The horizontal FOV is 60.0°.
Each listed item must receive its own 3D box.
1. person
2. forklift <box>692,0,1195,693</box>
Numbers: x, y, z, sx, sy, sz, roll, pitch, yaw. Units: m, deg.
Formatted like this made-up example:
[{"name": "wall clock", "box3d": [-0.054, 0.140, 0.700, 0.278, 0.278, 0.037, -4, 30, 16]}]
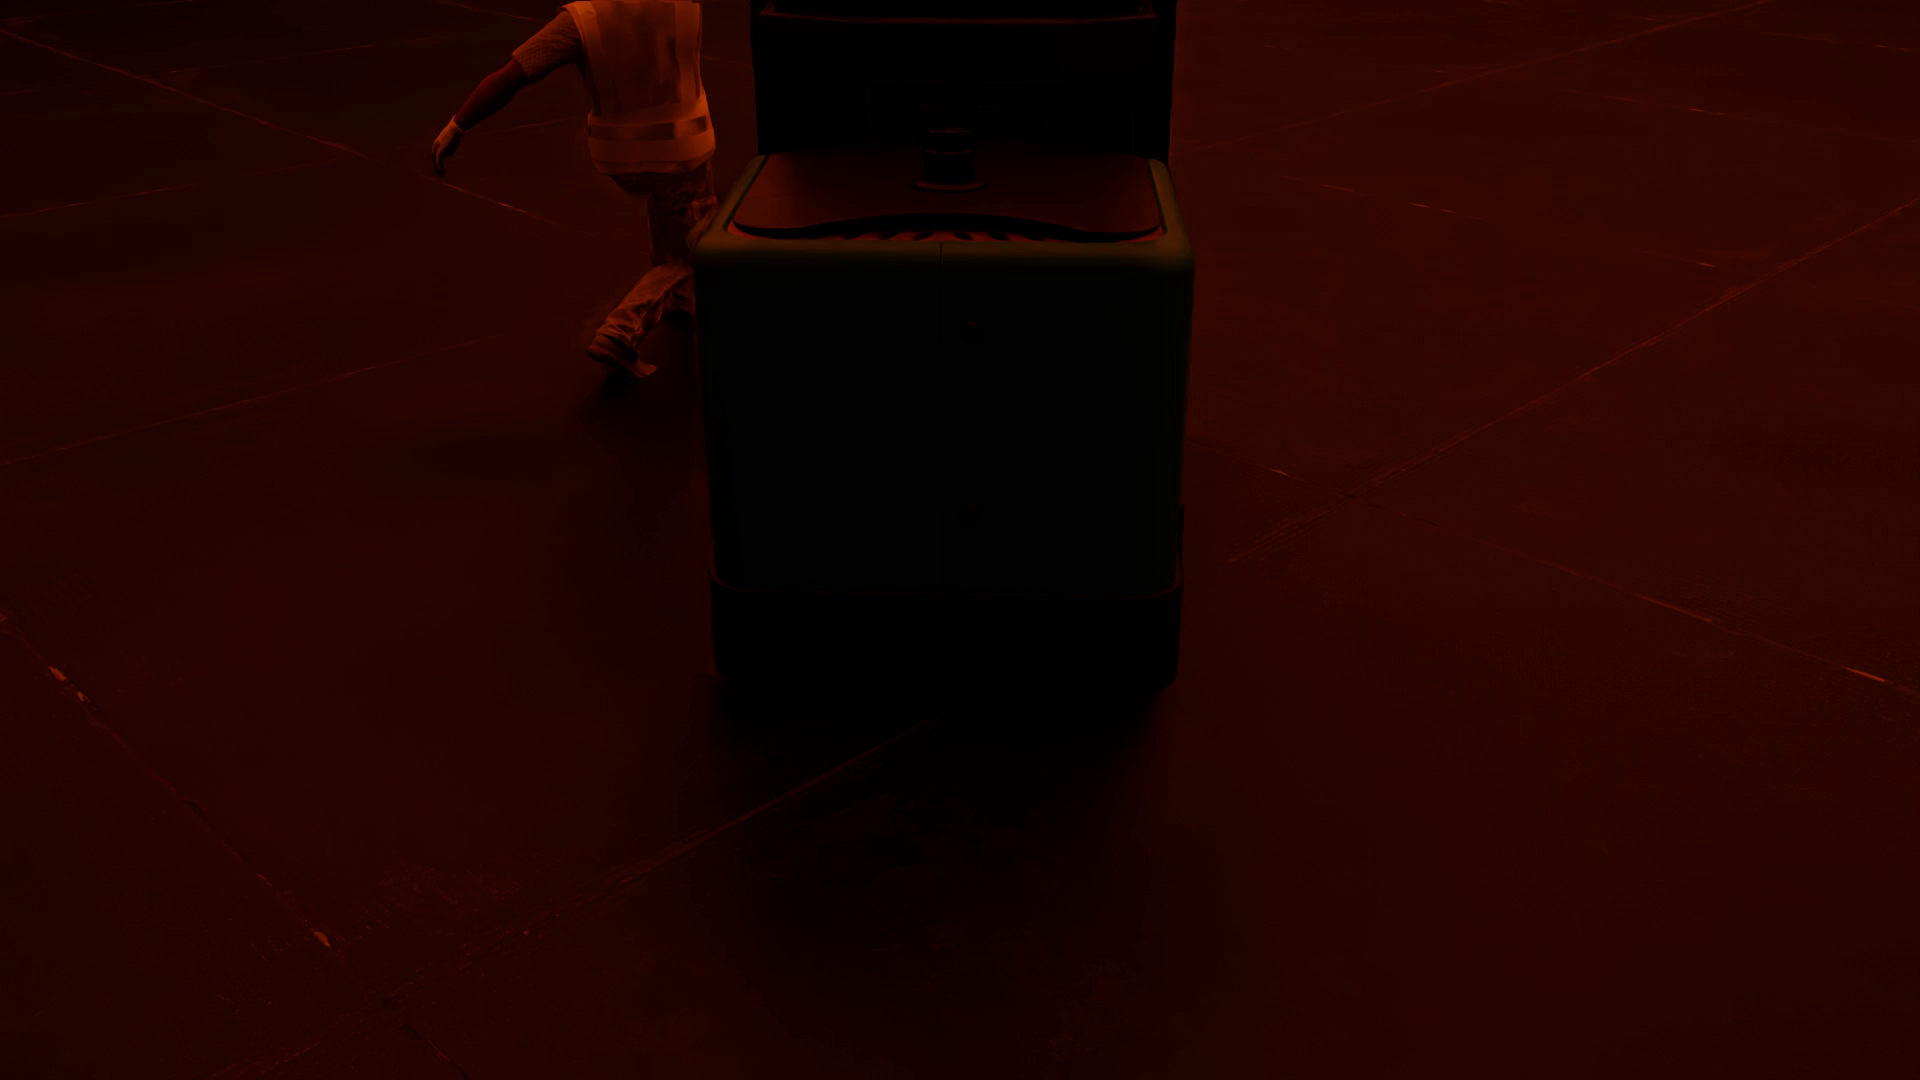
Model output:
[{"name": "person", "box3d": [-1.285, -1.384, 5.696, 0.894, 1.553, 0.960, 1, 26, 1]}, {"name": "forklift", "box3d": [0.018, -1.585, 4.446, 1.130, 2.935, 3.031, 1, 26, 2]}]
